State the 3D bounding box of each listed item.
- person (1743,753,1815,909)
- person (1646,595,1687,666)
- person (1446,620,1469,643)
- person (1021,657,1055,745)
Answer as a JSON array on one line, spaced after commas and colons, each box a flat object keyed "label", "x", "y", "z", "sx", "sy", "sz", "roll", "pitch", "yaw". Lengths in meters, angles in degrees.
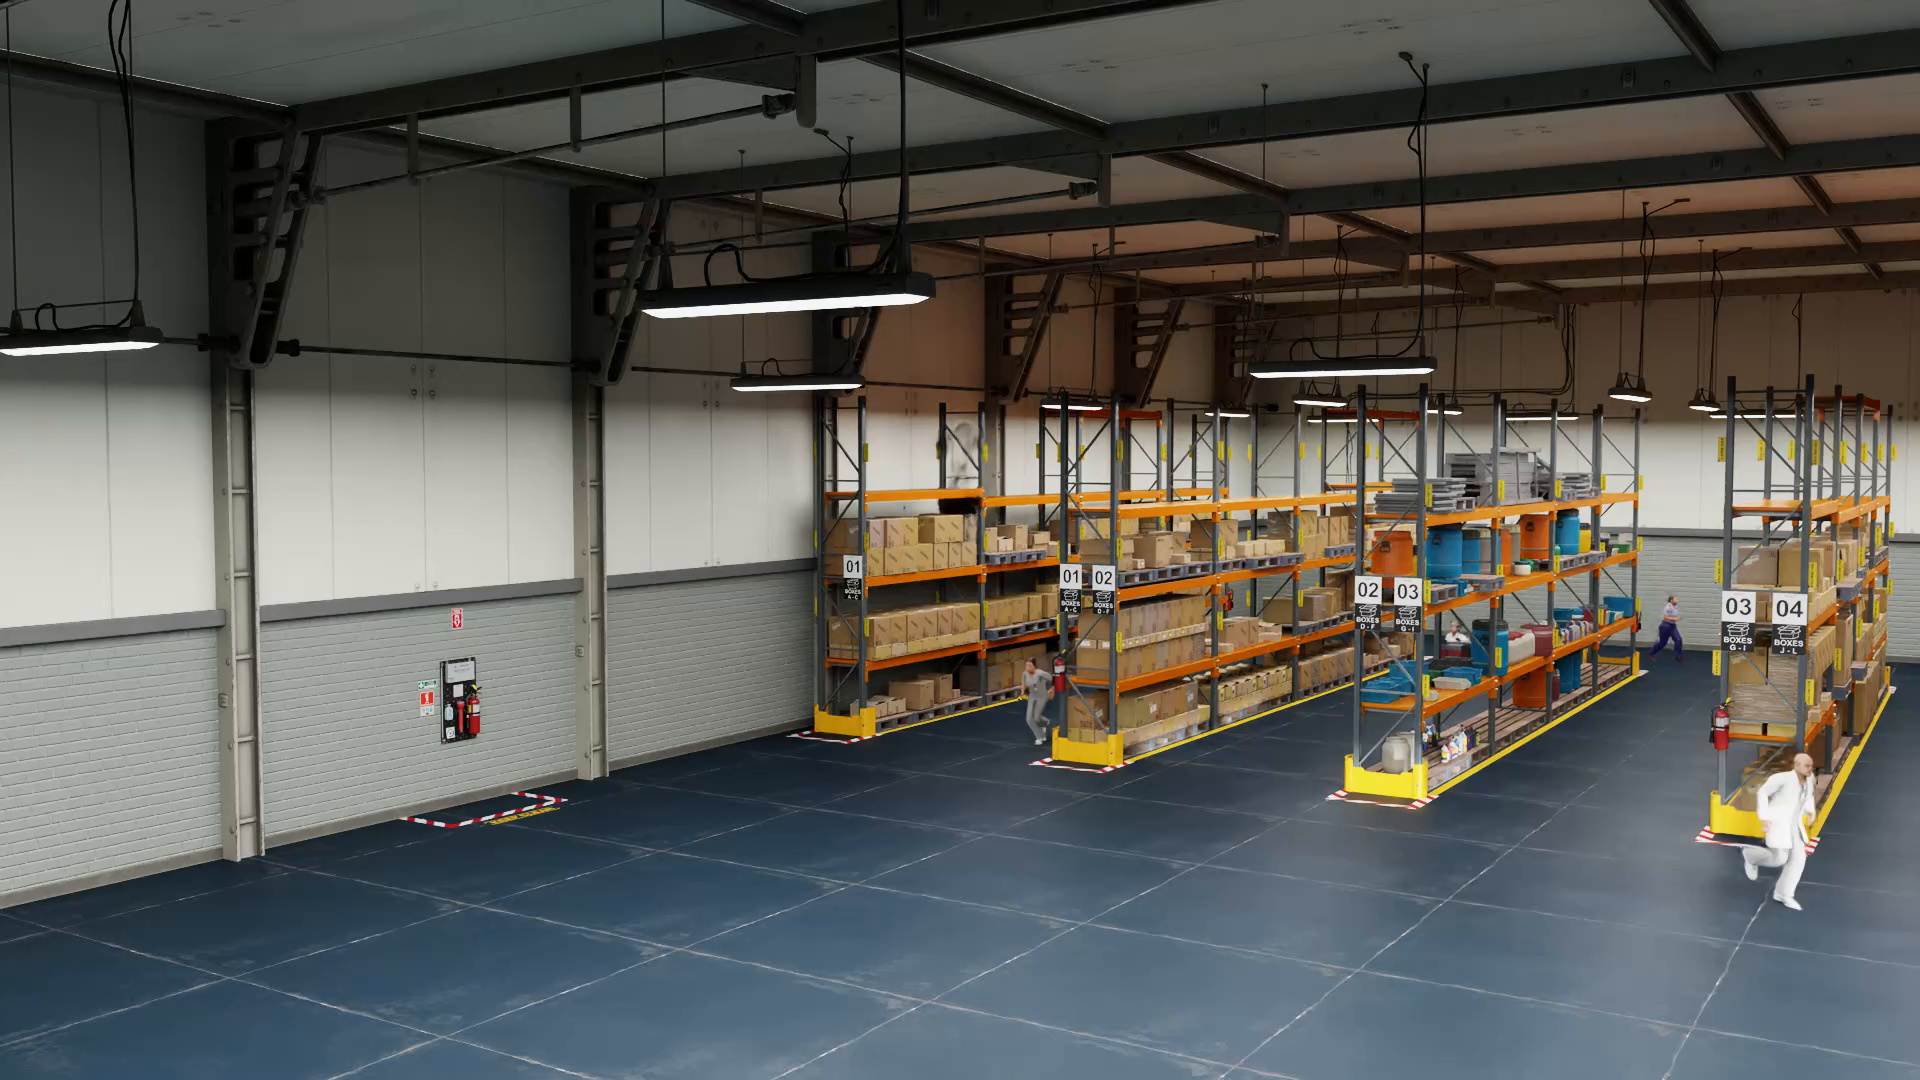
[{"label": "person", "x": 9.154, "y": 3.192, "z": 18.603, "sx": 0.711, "sy": 1.726, "sz": 0.881, "roll": -1, "pitch": 3, "yaw": -23}, {"label": "person", "x": 16.723, "y": 2.136, "z": 39.339, "sx": 0.935, "sy": 1.669, "sz": 0.628, "roll": 3, "pitch": 4, "yaw": 43}, {"label": "person", "x": 9.938, "y": 2.426, "z": 33.369, "sx": 0.604, "sy": 1.668, "sz": 0.567, "roll": 3, "pitch": 4, "yaw": 41}, {"label": "person", "x": 1.350, "y": 2.758, "z": 28.513, "sx": 0.583, "sy": 1.530, "sz": 0.800, "roll": 2, "pitch": 3, "yaw": 30}]
